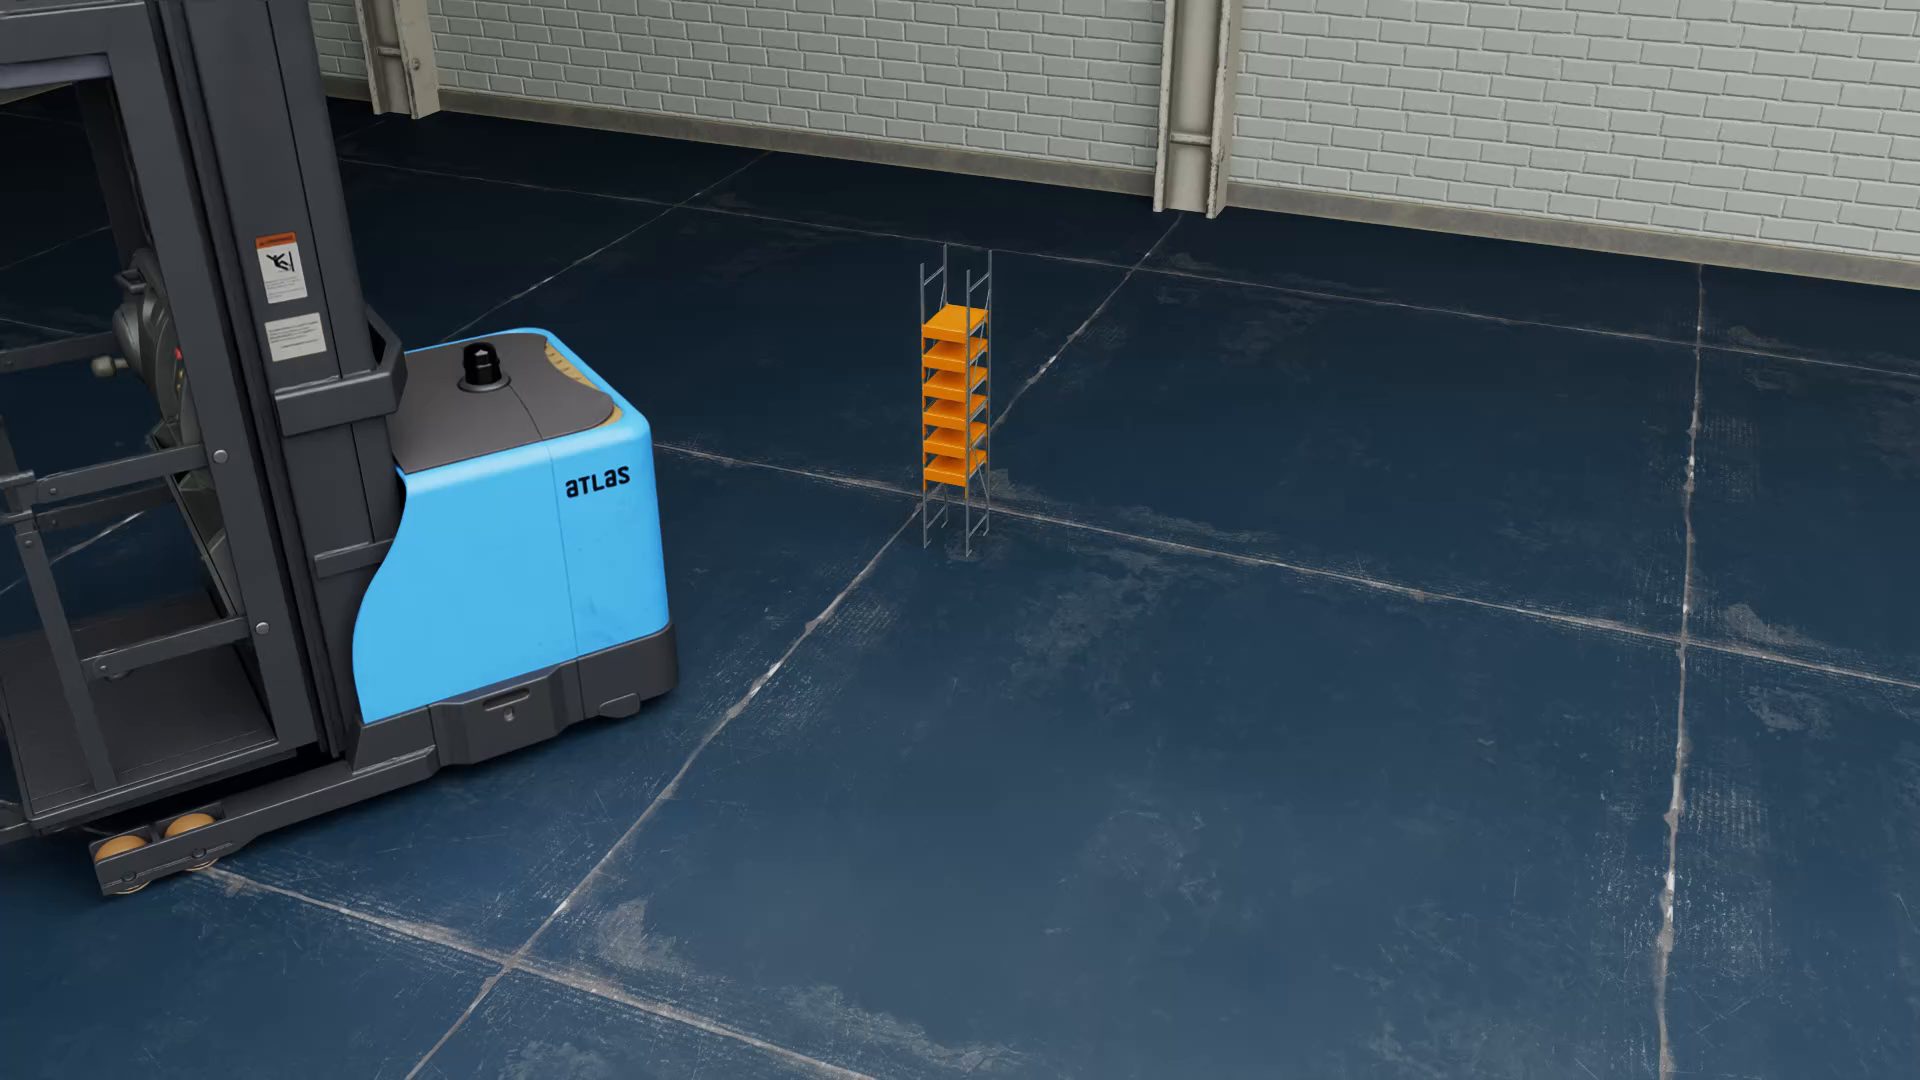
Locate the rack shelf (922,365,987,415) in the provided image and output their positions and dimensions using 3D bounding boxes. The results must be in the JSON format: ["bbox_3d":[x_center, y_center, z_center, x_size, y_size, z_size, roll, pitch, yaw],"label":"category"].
[{"bbox_3d":[-0.013,-0.591,6.422,0.180,0.103,0.258,11,31,19],"label":"rack shelf"}]

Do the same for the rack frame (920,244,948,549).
[{"bbox_3d":[-0.098,-0.542,6.489,0.006,1.200,0.240,11,31,19],"label":"rack frame"}]

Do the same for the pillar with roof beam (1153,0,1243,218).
[{"bbox_3d":[-0.175,-4.044,4.760,0.400,9.000,9.100,11,31,19],"label":"pillar with roof beam"}]

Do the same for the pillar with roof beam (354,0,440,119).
[{"bbox_3d":[-5.735,-5.154,6.724,0.400,9.000,9.100,11,31,19],"label":"pillar with roof beam"}]

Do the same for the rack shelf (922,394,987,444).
[{"bbox_3d":[-0.013,-0.486,6.481,0.180,0.103,0.258,11,31,19],"label":"rack shelf"}]

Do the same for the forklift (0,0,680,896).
[{"bbox_3d":[-2.489,-0.530,4.710,3.031,2.935,1.130,-17,34,-28],"label":"forklift"}]

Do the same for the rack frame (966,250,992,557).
[{"bbox_3d":[0.071,-0.508,6.430,0.006,1.200,0.240,11,31,19],"label":"rack frame"}]

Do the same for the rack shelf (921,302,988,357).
[{"bbox_3d":[-0.013,-0.800,6.304,0.180,0.103,0.258,11,31,19],"label":"rack shelf"}]

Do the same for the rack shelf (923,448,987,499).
[{"bbox_3d":[-0.013,-0.277,6.599,0.180,0.103,0.258,11,31,19],"label":"rack shelf"}]

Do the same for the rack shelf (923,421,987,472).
[{"bbox_3d":[-0.013,-0.382,6.540,0.180,0.103,0.258,11,31,19],"label":"rack shelf"}]

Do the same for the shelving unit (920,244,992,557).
[{"bbox_3d":[-0.013,-0.525,6.459,0.189,1.200,0.258,11,31,19],"label":"shelving unit"}]

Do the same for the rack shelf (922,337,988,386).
[{"bbox_3d":[-0.013,-0.695,6.363,0.180,0.103,0.258,11,31,19],"label":"rack shelf"}]
